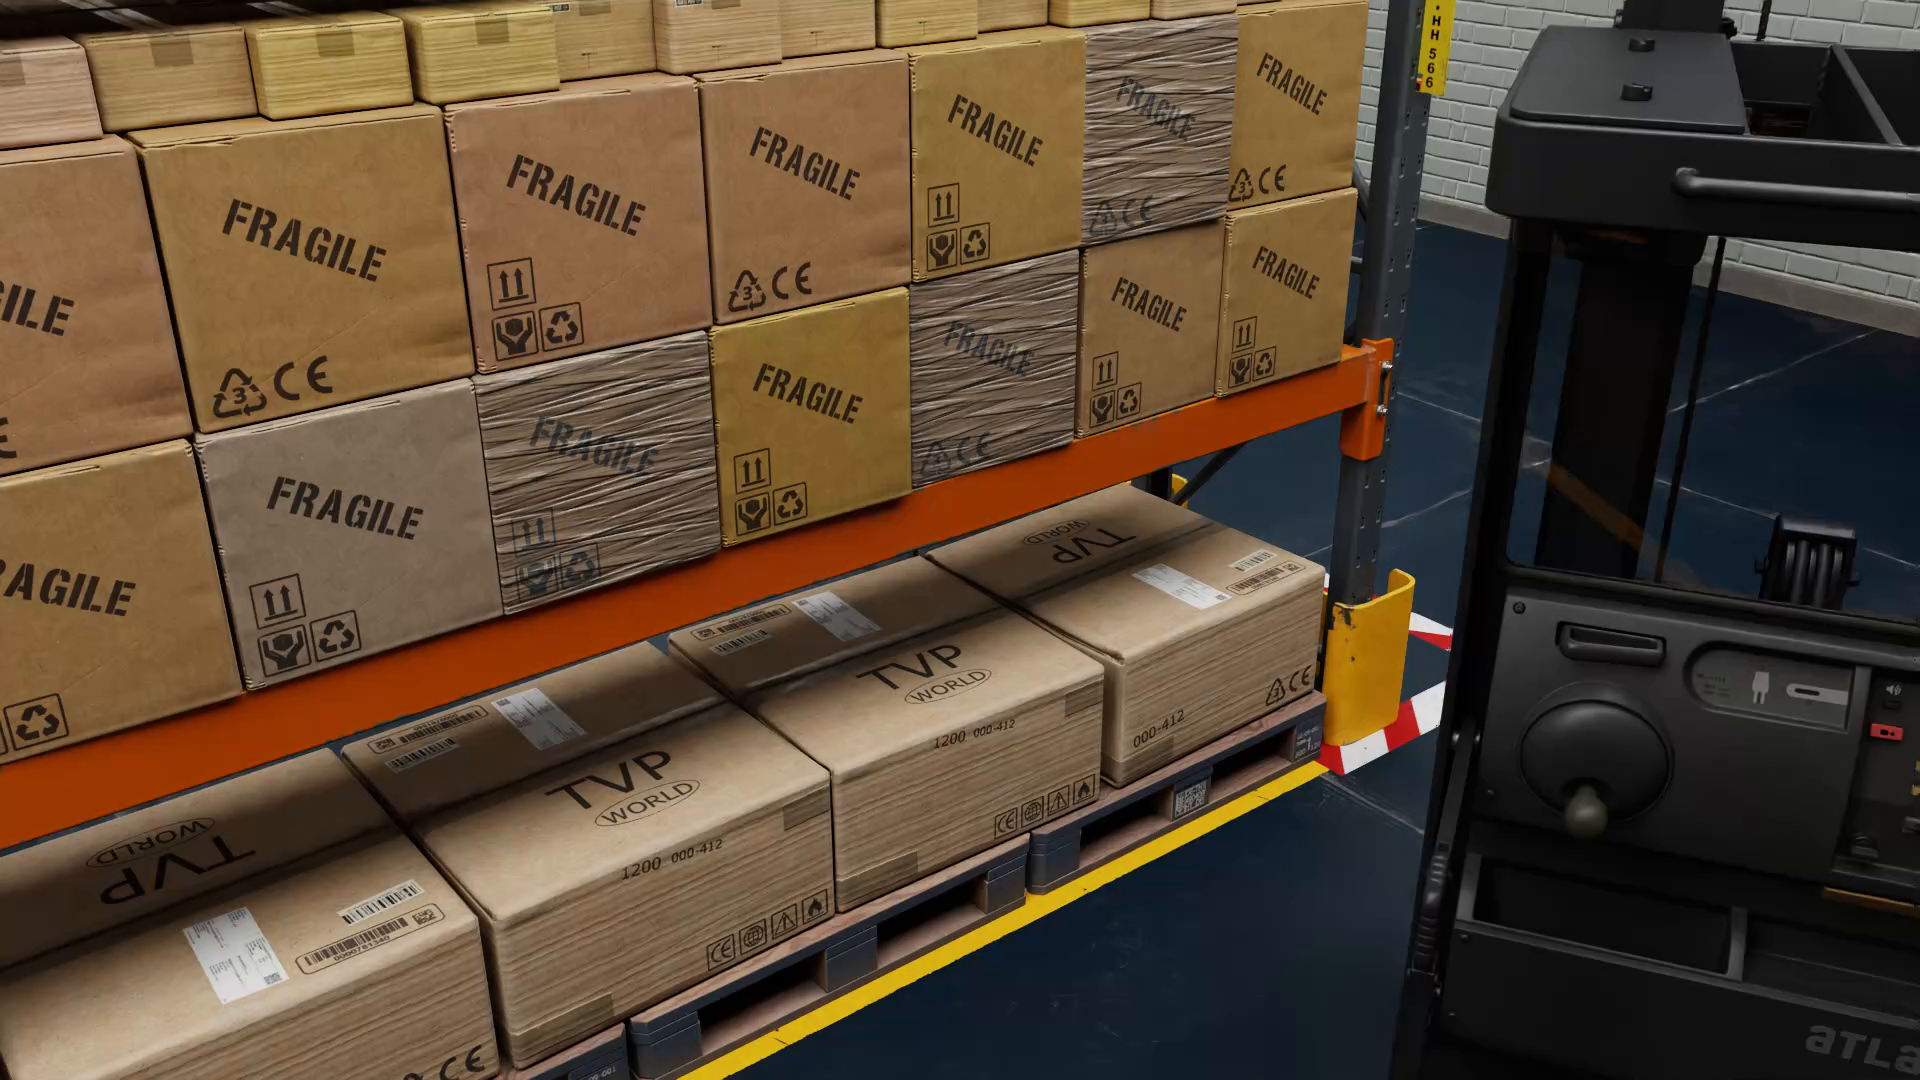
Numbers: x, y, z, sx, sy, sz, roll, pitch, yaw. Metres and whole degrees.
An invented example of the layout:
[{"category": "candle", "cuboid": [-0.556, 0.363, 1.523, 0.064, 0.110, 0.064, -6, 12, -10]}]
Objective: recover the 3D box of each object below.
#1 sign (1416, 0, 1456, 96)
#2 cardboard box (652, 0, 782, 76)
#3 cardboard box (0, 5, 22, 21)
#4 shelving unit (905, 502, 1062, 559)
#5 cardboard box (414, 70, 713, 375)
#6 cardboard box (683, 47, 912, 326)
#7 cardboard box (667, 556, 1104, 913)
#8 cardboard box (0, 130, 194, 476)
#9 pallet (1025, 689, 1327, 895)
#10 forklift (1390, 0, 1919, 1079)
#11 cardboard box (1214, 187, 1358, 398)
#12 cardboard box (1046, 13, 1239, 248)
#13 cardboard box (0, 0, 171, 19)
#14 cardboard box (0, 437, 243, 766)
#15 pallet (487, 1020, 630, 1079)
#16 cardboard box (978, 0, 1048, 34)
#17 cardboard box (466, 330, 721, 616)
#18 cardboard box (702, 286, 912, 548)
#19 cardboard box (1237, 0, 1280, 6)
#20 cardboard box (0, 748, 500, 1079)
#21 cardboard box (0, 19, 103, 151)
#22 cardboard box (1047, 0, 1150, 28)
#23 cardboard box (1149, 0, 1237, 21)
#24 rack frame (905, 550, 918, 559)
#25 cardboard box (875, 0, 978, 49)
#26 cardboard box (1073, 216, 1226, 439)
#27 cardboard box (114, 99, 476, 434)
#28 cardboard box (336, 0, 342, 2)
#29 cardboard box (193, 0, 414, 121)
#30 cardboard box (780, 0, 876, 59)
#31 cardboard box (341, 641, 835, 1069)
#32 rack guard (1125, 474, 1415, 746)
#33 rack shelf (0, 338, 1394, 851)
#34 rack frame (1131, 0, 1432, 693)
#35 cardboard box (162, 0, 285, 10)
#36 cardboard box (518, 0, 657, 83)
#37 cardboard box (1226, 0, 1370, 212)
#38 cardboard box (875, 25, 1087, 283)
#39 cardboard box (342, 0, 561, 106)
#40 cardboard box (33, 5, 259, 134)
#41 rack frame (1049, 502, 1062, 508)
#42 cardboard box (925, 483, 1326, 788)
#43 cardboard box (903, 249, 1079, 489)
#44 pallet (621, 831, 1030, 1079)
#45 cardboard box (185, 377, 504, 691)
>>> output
[{"category": "sign", "cuboid": [1.283, -1.370, 4.482, 0.005, 0.325, 0.100, -18, 31, -34]}, {"category": "cardboard box", "cuboid": [-0.570, -1.060, 3.394, 0.250, 0.149, 0.380, -18, 30, -34]}, {"category": "cardboard box", "cuboid": [-1.868, -0.893, 3.033, 0.250, 0.149, 0.380, -17, 30, -33]}, {"category": "shelving unit", "cuboid": [-0.005, -0.679, 6.431, 0.755, 1.500, 0.431, -18, 31, -34]}, {"category": "cardboard box", "cuboid": [-0.853, -0.682, 3.350, 0.500, 0.500, 0.500, -18, 30, -33]}, {"category": "cardboard box", "cuboid": [-0.455, -0.812, 3.631, 0.500, 0.500, 0.500, -19, 31, -34]}, {"category": "cardboard box", "cuboid": [-0.214, 0.496, 4.662, 0.875, 0.438, 0.875, -17, 30, -33]}, {"category": "cardboard box", "cuboid": [-1.664, -0.424, 2.793, 0.500, 0.500, 0.500, -18, 30, -34]}, {"category": "pallet", "cuboid": [0.378, 0.578, 5.254, 1.213, 0.211, 1.003, -18, 31, -34]}, {"category": "forklift", "cuboid": [1.260, 0.369, 2.473, 1.130, 2.935, 3.031, 9, 26, 19]}, {"category": "cardboard box", "cuboid": [0.743, -0.753, 4.690, 0.500, 0.500, 0.500, -18, 30, -34]}, {"category": "cardboard box", "cuboid": [0.333, -1.070, 4.185, 0.500, 0.500, 0.500, -18, 30, -34]}, {"category": "cardboard box", "cuboid": [-1.666, -0.954, 3.165, 0.250, 0.149, 0.380, -18, 31, -34]}, {"category": "cardboard box", "cuboid": [-1.658, 0.038, 2.986, 0.500, 0.500, 0.500, -17, 30, -32]}, {"category": "pallet", "cuboid": [-1.542, 1.212, 3.888, 1.213, 0.211, 1.003, -18, 31, -34]}, {"category": "cardboard box", "cuboid": [-0.009, -1.289, 3.887, 0.250, 0.149, 0.380, -19, 31, -34]}, {"category": "cardboard box", "cuboid": [-0.864, -0.218, 3.539, 0.500, 0.500, 0.500, -18, 30, -34]}, {"category": "cardboard box", "cuboid": [-0.459, -0.352, 3.827, 0.500, 0.500, 0.500, -17, 30, -33]}, {"category": "cardboard box", "cuboid": [0.615, -1.480, 4.299, 0.250, 0.149, 0.380, -18, 30, -33]}, {"category": "cardboard box", "cuboid": [-1.628, 0.963, 3.657, 0.875, 0.438, 0.875, -19, 31, -35]}, {"category": "cardboard box", "cuboid": [-1.588, -0.742, 2.710, 0.250, 0.149, 0.380, -18, 30, -33]}, {"category": "cardboard box", "cuboid": [0.240, -1.333, 3.983, 0.250, 0.149, 0.380, -17, 30, -33]}, {"category": "cardboard box", "cuboid": [0.464, -1.385, 4.095, 0.250, 0.149, 0.380, -19, 31, -35]}, {"category": "rack frame", "cuboid": [-0.293, -0.583, 6.226, 0.023, 1.500, 0.400, -18, 31, -34]}, {"category": "cardboard box", "cuboid": [-0.170, -1.204, 3.705, 0.250, 0.149, 0.380, -17, 30, -33]}, {"category": "cardboard box", "cuboid": [0.339, -0.627, 4.420, 0.500, 0.500, 0.500, -19, 31, -35]}, {"category": "cardboard box", "cuboid": [-1.263, -0.553, 3.072, 0.500, 0.500, 0.500, -19, 31, -35]}, {"category": "cardboard box", "cuboid": [-1.303, -1.103, 3.486, 0.250, 0.149, 0.380, -19, 31, -34]}, {"category": "cardboard box", "cuboid": [-1.180, -0.867, 2.978, 0.250, 0.149, 0.380, -19, 31, -34]}, {"category": "cardboard box", "cuboid": [-0.388, -1.142, 3.571, 0.250, 0.149, 0.380, -17, 30, -32]}, {"category": "cardboard box", "cuboid": [-0.924, 0.730, 4.159, 0.875, 0.438, 0.875, -19, 31, -35]}, {"category": "rack guard", "cuboid": [0.978, 0.207, 5.710, 0.348, 0.500, 1.175, -18, 31, -34]}, {"category": "rack shelf", "cuboid": [-0.615, -0.075, 4.202, 4.000, 0.370, 1.077, -18, 31, -34]}, {"category": "rack frame", "cuboid": [0.959, -0.920, 5.170, 0.127, 3.000, 1.000, -18, 31, -34]}, {"category": "cardboard box", "cuboid": [-1.478, -1.026, 3.320, 0.250, 0.149, 0.380, -19, 31, -34]}, {"category": "cardboard box", "cuboid": [-0.806, -1.019, 3.305, 0.250, 0.149, 0.380, -18, 31, -34]}, {"category": "cardboard box", "cuboid": [0.727, -1.215, 4.499, 0.500, 0.500, 0.500, -17, 30, -32]}, {"category": "cardboard box", "cuboid": [-0.058, -0.942, 3.911, 0.500, 0.500, 0.500, -18, 31, -34]}, {"category": "cardboard box", "cuboid": [-0.953, -0.927, 3.106, 0.250, 0.149, 0.380, -19, 31, -35]}, {"category": "cardboard box", "cuboid": [-1.413, -0.823, 2.883, 0.250, 0.149, 0.380, -19, 31, -35]}, {"category": "rack frame", "cuboid": [0.283, -0.774, 6.635, 0.023, 1.500, 0.400, -18, 31, -34]}, {"category": "cardboard box", "cuboid": [0.501, 0.256, 5.180, 0.875, 0.438, 0.875, -19, 31, -36]}, {"category": "cardboard box", "cuboid": [-0.060, -0.491, 4.125, 0.500, 0.500, 0.500, -17, 30, -33]}, {"category": "pallet", "cuboid": [-0.581, 0.893, 4.575, 1.213, 0.211, 1.003, -18, 31, -34]}, {"category": "cardboard box", "cuboid": [-1.259, -0.091, 3.265, 0.500, 0.500, 0.500, -18, 30, -34]}]
